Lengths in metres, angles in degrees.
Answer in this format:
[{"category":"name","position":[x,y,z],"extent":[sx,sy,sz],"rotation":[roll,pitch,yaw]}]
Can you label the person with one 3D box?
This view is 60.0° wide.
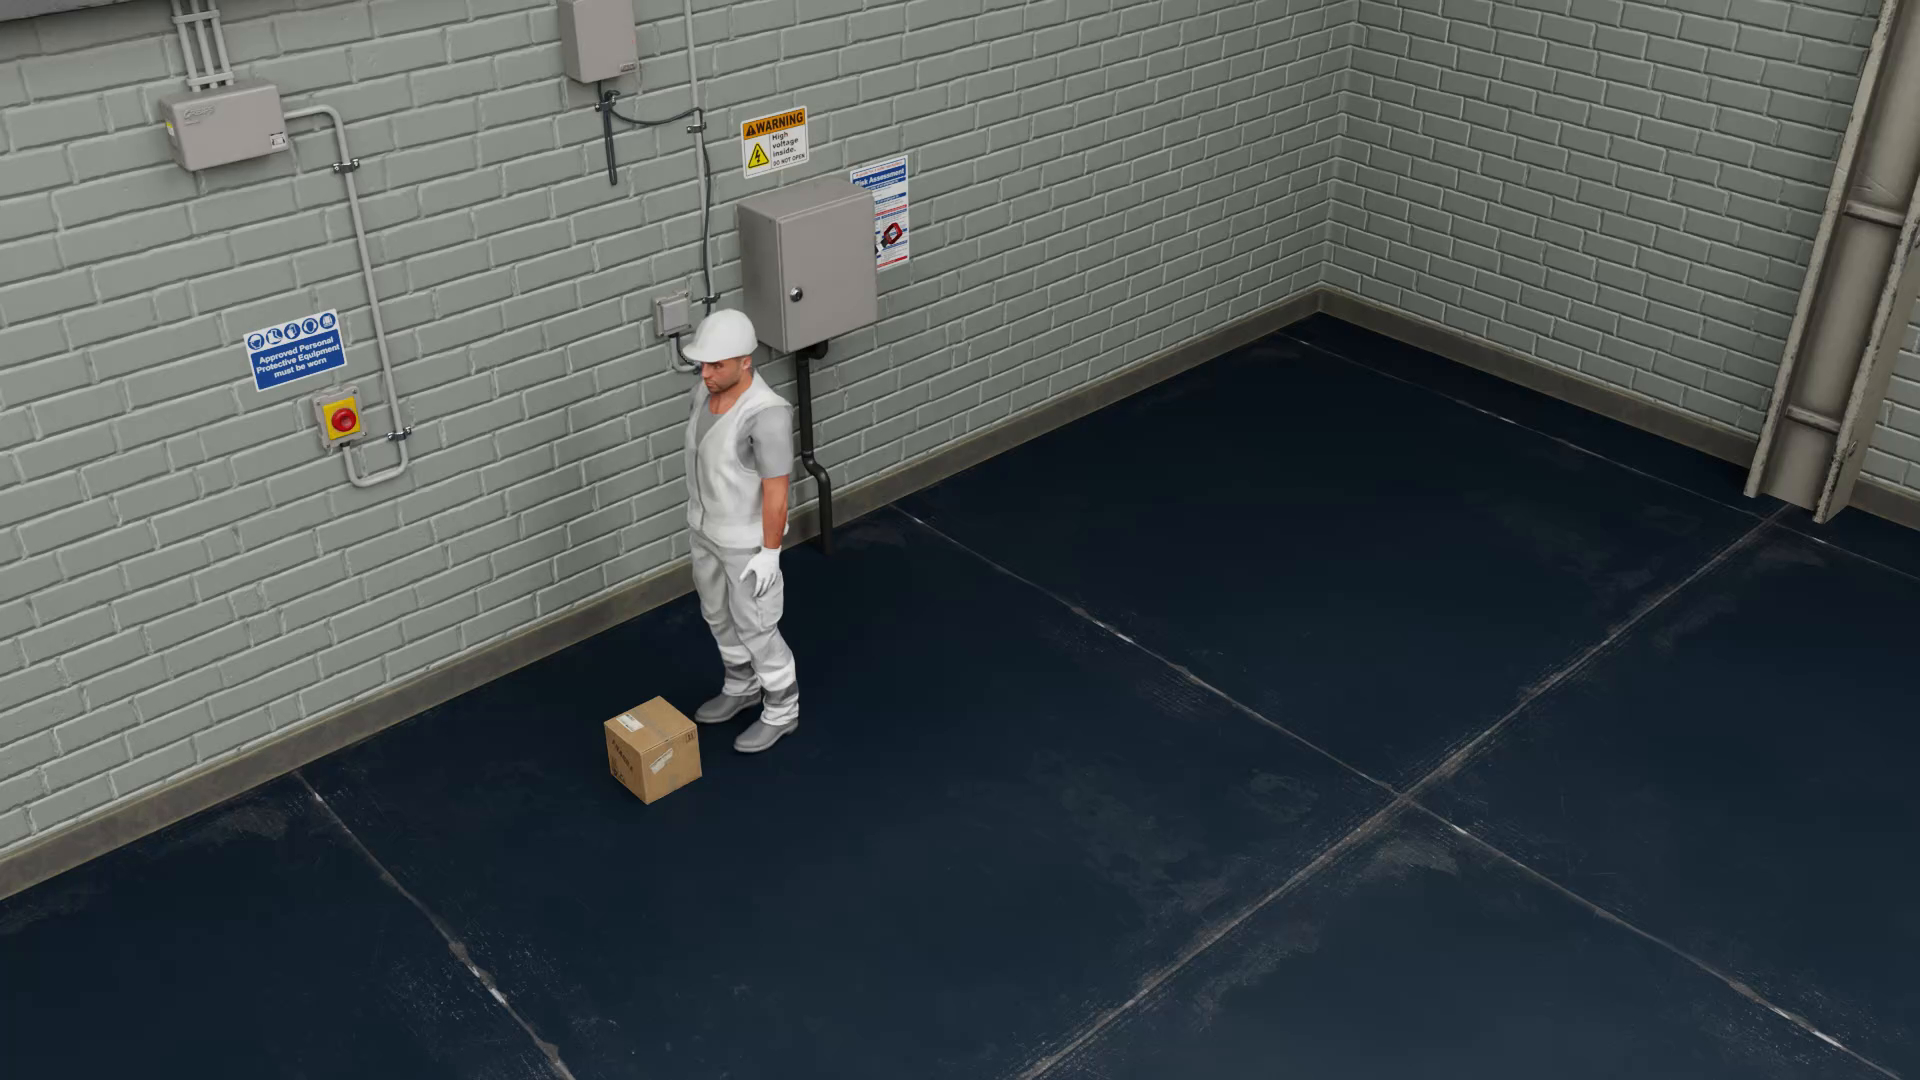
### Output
[{"category":"person","position":[-0.818,-0.023,6.153],"extent":[0.346,1.783,0.526],"rotation":[-25,39,-34]}]
